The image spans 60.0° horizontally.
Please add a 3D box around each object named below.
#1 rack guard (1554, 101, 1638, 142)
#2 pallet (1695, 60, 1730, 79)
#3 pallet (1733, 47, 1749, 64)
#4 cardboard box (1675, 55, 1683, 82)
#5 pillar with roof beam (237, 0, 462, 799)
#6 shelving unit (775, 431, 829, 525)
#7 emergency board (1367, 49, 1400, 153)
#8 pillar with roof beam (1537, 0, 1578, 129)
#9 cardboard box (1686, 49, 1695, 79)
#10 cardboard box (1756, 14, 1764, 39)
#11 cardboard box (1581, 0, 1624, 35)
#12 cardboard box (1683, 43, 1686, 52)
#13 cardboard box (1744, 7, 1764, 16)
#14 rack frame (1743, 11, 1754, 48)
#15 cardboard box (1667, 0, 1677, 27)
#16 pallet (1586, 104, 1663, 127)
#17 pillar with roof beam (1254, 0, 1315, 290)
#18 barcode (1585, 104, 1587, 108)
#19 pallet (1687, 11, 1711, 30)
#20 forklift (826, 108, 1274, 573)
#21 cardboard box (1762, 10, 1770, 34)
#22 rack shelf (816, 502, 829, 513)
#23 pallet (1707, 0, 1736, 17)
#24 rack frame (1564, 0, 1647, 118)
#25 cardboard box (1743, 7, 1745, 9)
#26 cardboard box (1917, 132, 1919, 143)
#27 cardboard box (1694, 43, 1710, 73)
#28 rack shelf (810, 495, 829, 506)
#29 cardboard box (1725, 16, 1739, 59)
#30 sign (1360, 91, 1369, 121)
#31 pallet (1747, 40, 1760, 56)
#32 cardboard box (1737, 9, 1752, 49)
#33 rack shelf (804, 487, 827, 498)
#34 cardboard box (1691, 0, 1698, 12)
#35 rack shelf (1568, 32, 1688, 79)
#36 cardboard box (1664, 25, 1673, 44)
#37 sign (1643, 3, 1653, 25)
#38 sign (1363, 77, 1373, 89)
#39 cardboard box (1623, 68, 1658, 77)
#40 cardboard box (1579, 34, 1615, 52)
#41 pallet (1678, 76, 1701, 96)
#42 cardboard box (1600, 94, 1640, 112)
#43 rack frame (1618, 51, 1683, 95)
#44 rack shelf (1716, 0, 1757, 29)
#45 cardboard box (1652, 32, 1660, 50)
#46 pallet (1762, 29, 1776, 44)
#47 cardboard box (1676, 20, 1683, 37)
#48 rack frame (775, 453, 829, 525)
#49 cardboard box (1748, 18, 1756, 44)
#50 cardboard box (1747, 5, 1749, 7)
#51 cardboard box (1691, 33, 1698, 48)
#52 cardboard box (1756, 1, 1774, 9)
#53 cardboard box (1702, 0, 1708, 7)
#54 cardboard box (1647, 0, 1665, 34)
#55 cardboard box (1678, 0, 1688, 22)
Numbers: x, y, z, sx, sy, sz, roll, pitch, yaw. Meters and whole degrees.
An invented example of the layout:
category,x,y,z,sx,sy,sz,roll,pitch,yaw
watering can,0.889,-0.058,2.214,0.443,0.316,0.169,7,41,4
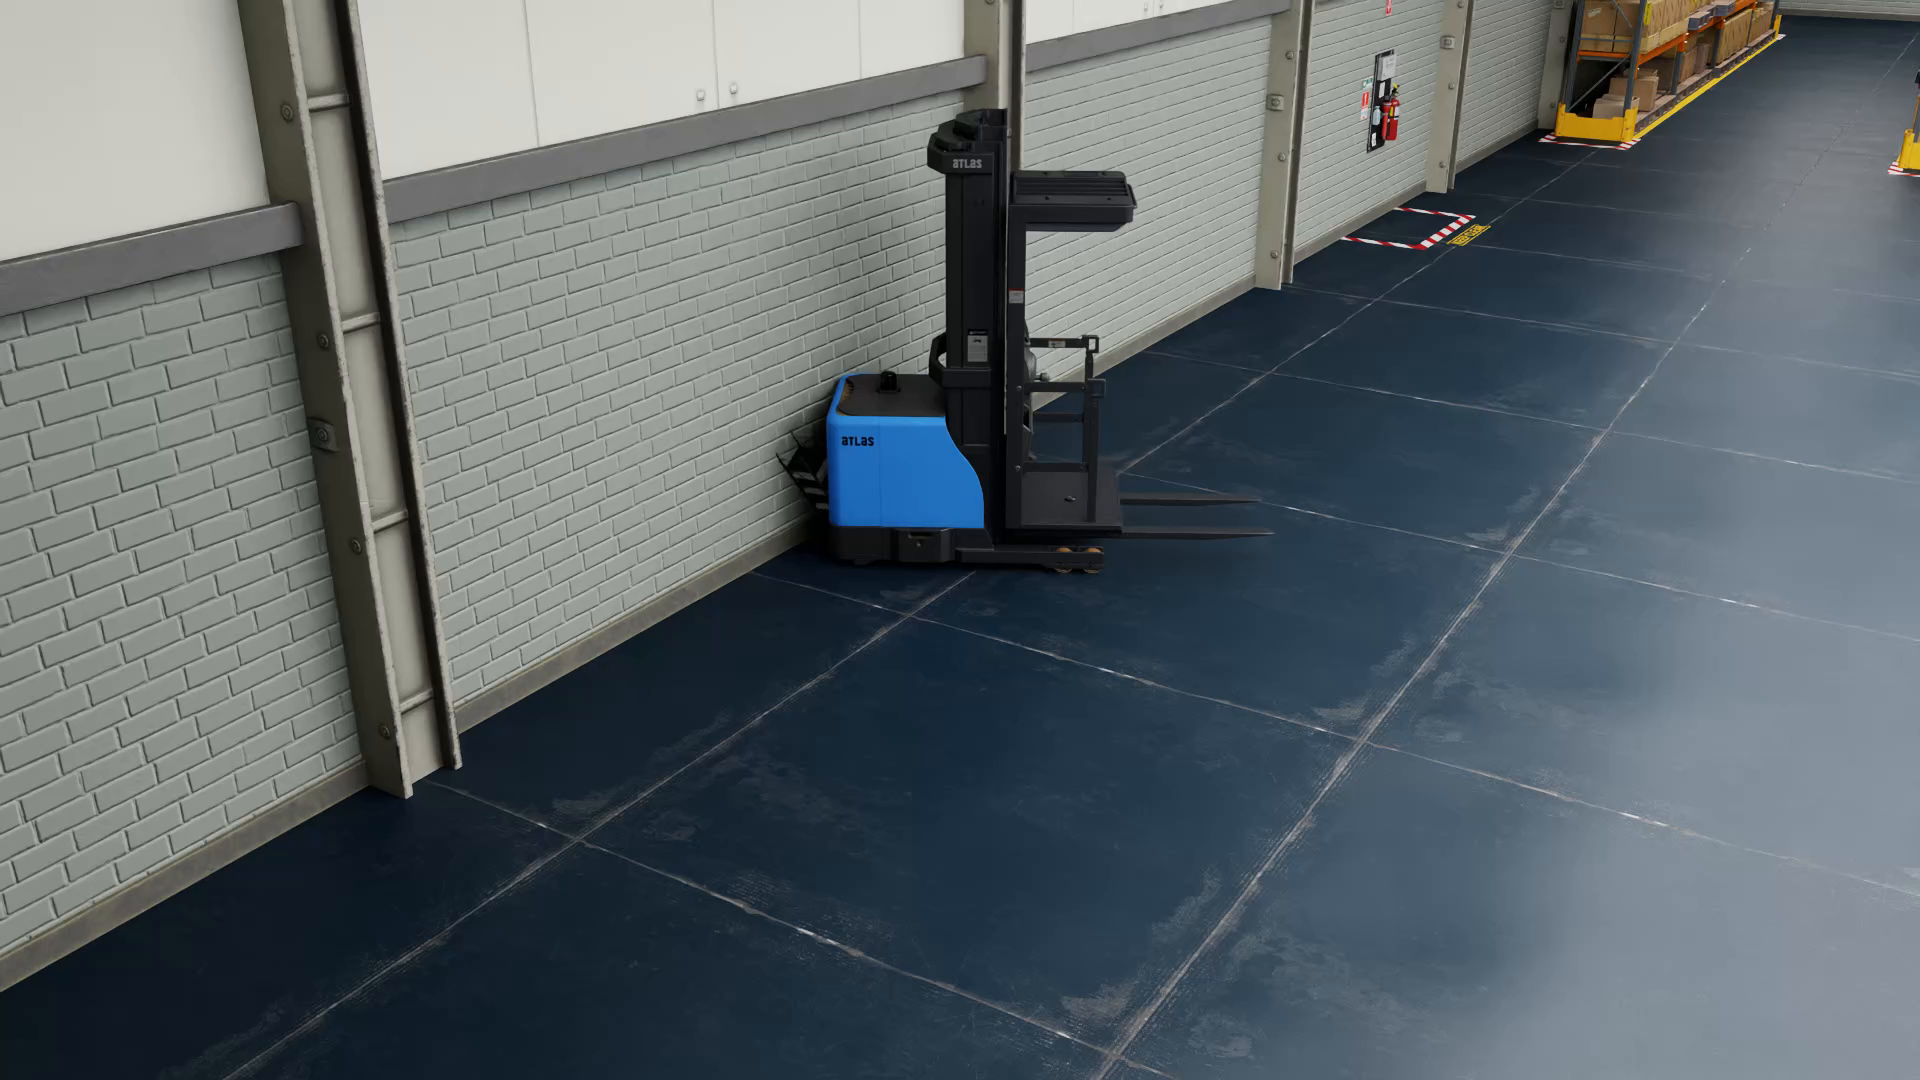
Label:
category,x,y,z,sx,sy,sz,roll,pitch,yaw
rack guard,10.157,-6.690,26.575,1.175,0.500,0.348,14,27,29
pallet,14.817,-9.482,33.388,1.003,0.211,1.213,14,27,29
pallet,16.104,-10.306,35.290,1.003,0.211,1.213,14,27,29
cardboard box,12.831,-8.653,30.556,0.700,0.500,0.500,13,27,28
pillar with roof beam,0.749,-1.980,4.996,9.100,9.000,0.400,14,27,29
shelving unit,-0.954,-0.396,11.586,0.258,0.900,0.210,9,59,32
emergency board,5.251,-5.378,20.397,0.194,1.169,0.643,14,27,29
pillar with roof beam,13.409,-10.080,23.708,9.100,9.000,0.400,14,27,29
cardboard box,13.393,-8.989,31.332,0.700,0.500,0.500,14,27,29
cardboard box,17.469,-11.480,37.110,0.700,0.500,0.500,15,27,30
cardboard box,10.185,-8.300,26.366,0.500,0.500,0.500,14,27,28
cardboard box,13.102,-9.138,30.732,0.500,0.250,0.500,13,27,27
cardboard box,17.540,-11.690,36.778,0.380,0.149,0.250,13,27,27
rack frame,16.447,-11.862,35.375,1.000,3.000,0.127,14,27,29
cardboard box,11.434,-8.709,27.311,0.500,0.500,0.500,15,27,31
pallet,11.260,-7.235,28.196,1.003,0.211,1.213,14,27,29
pillar with roof beam,7.079,-6.030,14.352,9.100,9.000,0.400,14,27,29
barcode,10.228,-7.088,27.167,0.001,0.075,0.075,14,27,29
pallet,12.754,-9.301,29.701,1.003,0.211,1.213,14,27,29
forklift,0.630,-1.336,11.148,3.031,2.935,1.130,1,23,2
cardboard box,18.009,-11.831,37.922,0.700,0.500,0.500,14,27,29
rack shelf,-0.874,-0.274,11.741,0.258,0.077,0.200,9,59,32
pallet,14.052,-10.161,31.687,1.213,0.211,1.003,14,27,29
rack frame,10.117,-7.812,26.019,1.000,3.000,0.127,14,27,29
cardboard box,17.232,-11.781,36.989,0.380,0.149,0.250,14,27,29
cardboard box,14.360,-5.949,24.648,0.500,0.250,0.500,14,27,29
cardboard box,14.002,-9.313,32.079,0.700,0.500,0.500,14,27,30
rack shelf,-0.908,-0.326,11.676,0.258,0.077,0.200,9,59,32
cardboard box,15.304,-10.233,33.789,0.750,0.750,0.750,14,27,29
sign,4.872,-5.229,20.009,0.001,0.329,0.234,14,27,29
pallet,16.915,-10.822,36.484,1.003,0.211,1.213,14,27,29
cardboard box,16.215,-10.821,35.149,0.750,0.750,0.750,14,27,30
rack shelf,-0.942,-0.377,11.611,0.258,0.077,0.200,9,59,32
cardboard box,12.826,-9.761,29.843,0.700,0.500,0.500,17,29,34
rack shelf,11.172,-8.157,27.721,1.077,0.370,4.000,14,27,29
cardboard box,11.449,-8.369,27.471,0.500,0.250,0.500,14,27,29
sign,10.578,-8.095,25.584,0.100,0.325,0.005,14,27,29
sign,4.881,-5.472,19.903,0.001,0.109,0.331,14,27,29
cardboard box,11.714,-7.858,28.718,0.500,0.500,0.500,12,26,25
cardboard box,10.199,-7.950,26.503,0.500,0.250,0.500,14,27,30
pallet,13.279,-8.558,31.254,1.003,0.211,1.213,14,27,29
cardboard box,10.859,-7.187,27.406,0.500,0.311,0.500,16,28,33
rack frame,12.227,-9.162,29.137,1.000,3.000,0.127,14,27,29
rack shelf,15.392,-10.857,33.958,1.077,0.370,4.000,14,27,29
cardboard box,10.906,-8.028,26.683,0.500,0.250,0.500,13,27,27
pallet,18.202,-11.646,38.386,1.003,0.211,1.213,14,27,29
cardboard box,11.965,-8.712,28.263,0.500,0.250,0.500,14,27,29
rack frame,-0.995,-0.314,11.543,0.240,0.900,0.006,9,59,32
cardboard box,16.929,-11.138,36.321,0.700,0.500,0.500,14,27,30
cardboard box,17.502,-11.954,37.388,0.380,0.149,0.250,14,27,29
cardboard box,13.648,-9.477,31.516,0.500,0.250,0.500,14,27,30
cardboard box,18.360,-12.216,37.995,0.380,0.149,0.250,14,27,28
cardboard box,13.460,-10.174,30.795,0.700,0.500,0.500,14,27,29
cardboard box,10.894,-8.359,26.503,0.500,0.500,0.500,14,27,29
cardboard box,11.982,-9.052,28.104,0.500,0.500,0.500,14,27,29
